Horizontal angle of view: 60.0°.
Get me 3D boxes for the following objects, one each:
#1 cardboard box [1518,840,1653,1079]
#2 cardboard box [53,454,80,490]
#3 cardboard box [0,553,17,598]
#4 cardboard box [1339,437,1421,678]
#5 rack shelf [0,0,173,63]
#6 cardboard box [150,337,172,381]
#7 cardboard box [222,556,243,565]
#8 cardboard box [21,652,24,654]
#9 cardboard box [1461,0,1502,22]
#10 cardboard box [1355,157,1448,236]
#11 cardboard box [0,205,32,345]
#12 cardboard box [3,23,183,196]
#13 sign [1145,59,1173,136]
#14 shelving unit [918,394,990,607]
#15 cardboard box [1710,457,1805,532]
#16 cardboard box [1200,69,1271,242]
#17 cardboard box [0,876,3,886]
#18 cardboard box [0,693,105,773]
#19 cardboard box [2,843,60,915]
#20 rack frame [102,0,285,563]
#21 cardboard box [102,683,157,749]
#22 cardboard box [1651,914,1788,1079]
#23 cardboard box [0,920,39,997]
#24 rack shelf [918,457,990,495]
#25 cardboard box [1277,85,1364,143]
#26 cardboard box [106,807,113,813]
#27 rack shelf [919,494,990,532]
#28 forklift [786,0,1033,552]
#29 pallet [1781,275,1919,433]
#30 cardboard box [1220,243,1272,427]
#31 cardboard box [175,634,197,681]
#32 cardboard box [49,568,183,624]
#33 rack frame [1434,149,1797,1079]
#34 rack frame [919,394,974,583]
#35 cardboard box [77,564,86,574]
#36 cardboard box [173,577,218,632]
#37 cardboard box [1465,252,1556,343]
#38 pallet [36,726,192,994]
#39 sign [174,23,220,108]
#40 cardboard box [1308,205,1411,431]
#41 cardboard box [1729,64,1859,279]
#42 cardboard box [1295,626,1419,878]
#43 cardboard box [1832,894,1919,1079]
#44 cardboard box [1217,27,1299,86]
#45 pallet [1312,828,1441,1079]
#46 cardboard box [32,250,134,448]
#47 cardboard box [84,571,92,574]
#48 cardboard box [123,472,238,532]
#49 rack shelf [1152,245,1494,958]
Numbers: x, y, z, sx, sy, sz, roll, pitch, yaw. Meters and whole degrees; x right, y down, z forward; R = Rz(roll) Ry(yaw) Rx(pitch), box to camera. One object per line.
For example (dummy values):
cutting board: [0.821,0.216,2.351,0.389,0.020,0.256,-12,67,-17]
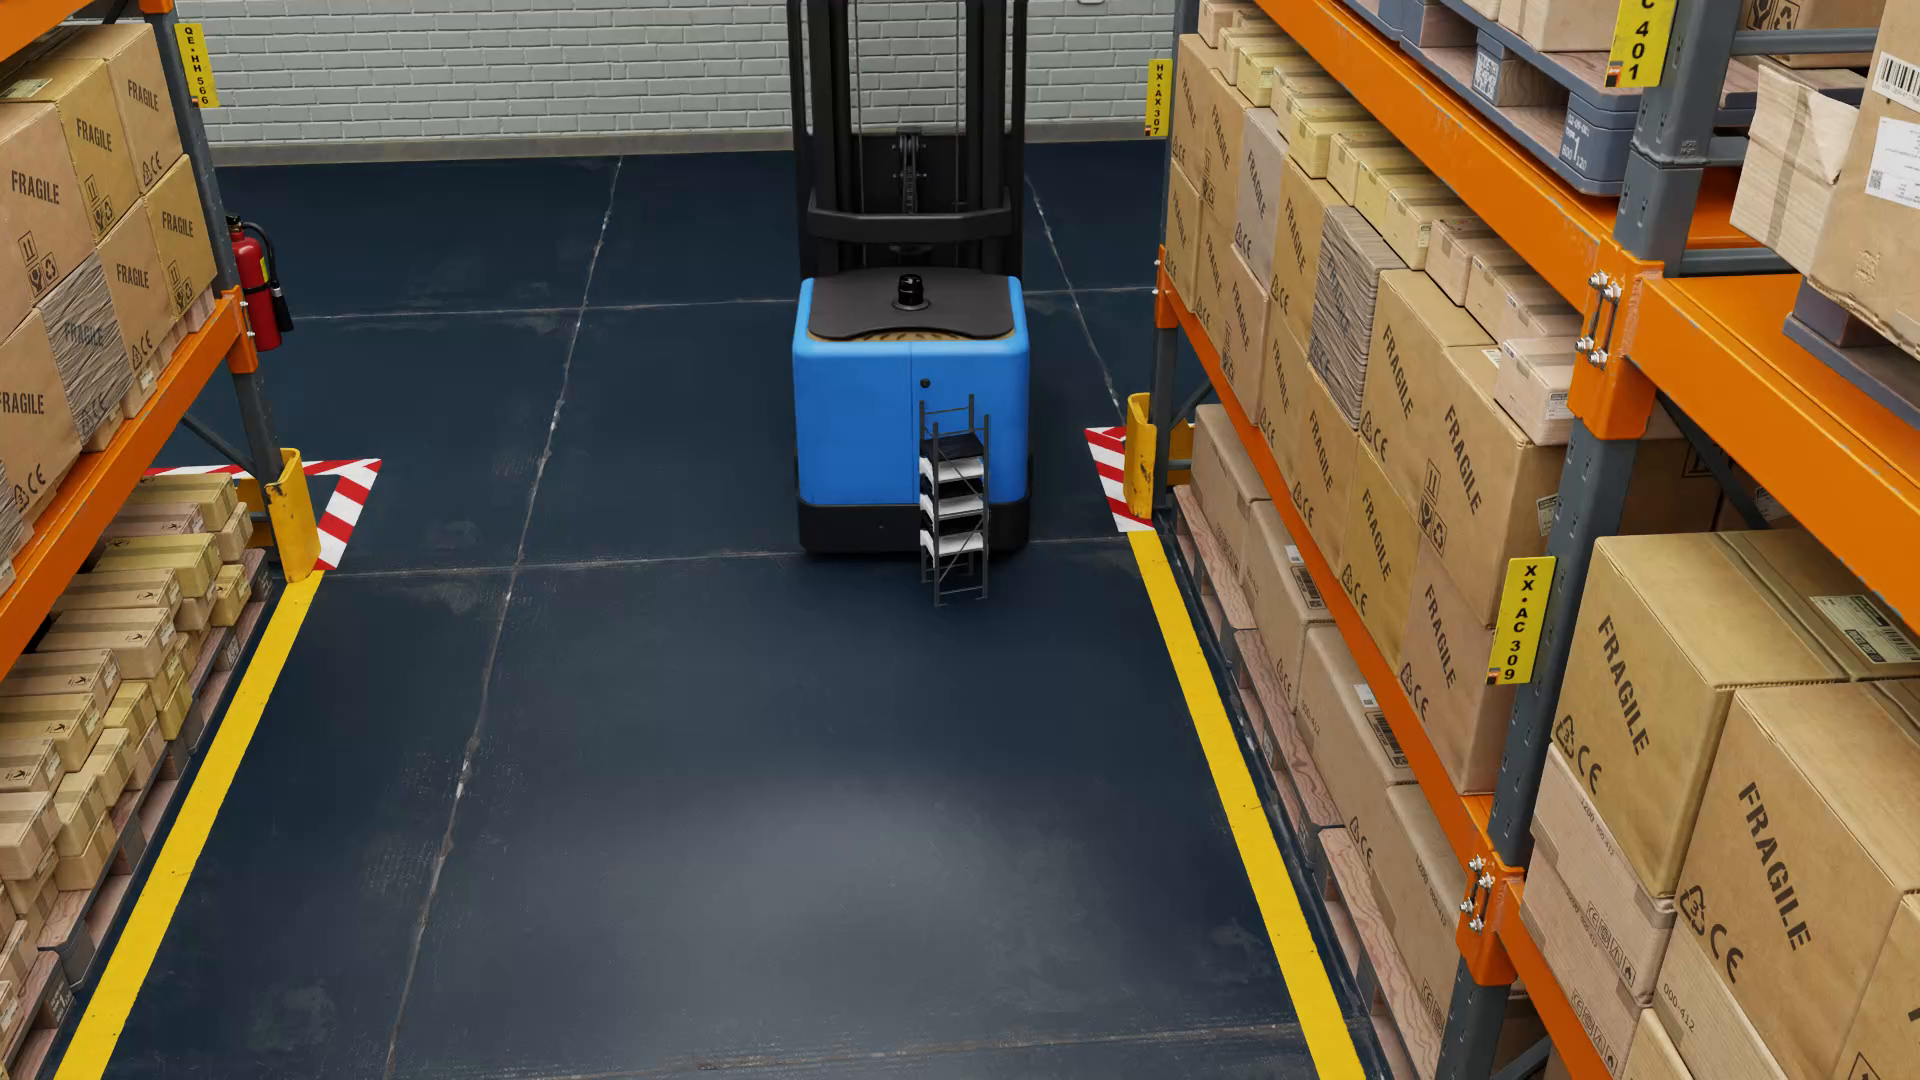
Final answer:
cardboard box: [1.545,0.858,3.535,0.500,0.250,0.500,-3,31,-6]
cardboard box: [-3.182,-0.275,5.529,0.380,0.149,0.250,-4,31,-7]
cardboard box: [-3.025,0.123,4.865,0.380,0.149,0.250,-1,31,-2]
cardboard box: [1.415,0.026,4.683,0.500,0.500,0.500,-3,31,-6]
rack shelf: [-3.339,-1.155,4.535,1.077,0.370,4.000,-3,31,-5]
cardboard box: [-3.190,-0.680,6.209,0.380,0.149,0.250,-3,31,-5]
cardboard box: [-3.269,0.105,7.019,0.380,0.149,0.250,-2,31,-4]
cardboard box: [-3.617,0.529,6.020,0.380,0.149,0.250,-4,31,-7]
cardboard box: [1.363,-1.293,3.802,0.380,0.149,0.250,-2,31,-3]
cardboard box: [1.364,-0.992,4.781,0.380,0.149,0.250,-3,31,-6]
cardboard box: [-3.078,-0.782,4.771,0.500,0.500,0.500,-4,31,-6]
cardboard box: [-3.236,-1.575,6.100,0.500,0.500,0.500,-3,31,-6]
sign: [0.840,-1.868,7.031,0.100,0.325,0.005,-3,31,-5]
shelving unit: [-0.026,-0.164,7.146,0.258,0.900,0.210,-9,32,-15]
cardboard box: [1.963,-0.171,4.038,0.500,0.500,0.500,-3,31,-4]
cardboard box: [1.209,-1.436,6.156,0.500,0.500,0.500,-4,31,-6]
cardboard box: [-3.065,1.045,4.866,0.380,0.149,0.250,-4,31,-6]
cardboard box: [-3.099,0.648,5.530,0.380,0.149,0.250,-3,31,-4]
cardboard box: [-3.064,1.033,5.175,0.380,0.149,0.250,-1,31,-2]
rack frame: [-3.526,-1.197,6.829,1.000,3.000,0.127,-3,31,-5]
cardboard box: [-3.076,0.635,5.842,0.380,0.149,0.250,-1,31,-2]
cardboard box: [1.603,0.909,2.962,0.500,0.250,0.500,-2,31,-4]
cardboard box: [-3.040,1.300,5.019,0.380,0.149,0.250,-3,31,-6]
rack shelf: [-0.026,-0.289,7.071,0.258,0.077,0.200,-9,32,-15]
cardboard box: [1.257,-1.379,5.429,0.380,0.149,0.250,-2,31,-4]
cardboard box: [-3.129,0.896,5.695,0.380,0.149,0.250,-2,31,-3]
rack shelf: [-0.026,-0.135,7.163,0.258,0.077,0.200,-9,32,-15]
forklift: [-0.246,-1.922,8.110,1.130,2.935,3.031,-1,31,-1]
pallet: [1.901,-0.184,2.394,0.805,0.209,1.217,-4,31,-7]
cardboard box: [1.256,-0.753,5.987,0.500,0.500,0.500,-3,31,-5]
cardboard box: [-3.170,0.496,6.365,0.380,0.149,0.250,-2,31,-4]
cardboard box: [-3.146,0.242,6.211,0.380,0.149,0.250,-4,31,-7]
rack frame: [1.766,0.556,3.894,1.000,3.000,0.127,-3,31,-5]
rack frame: [-0.056,-0.213,7.230,0.240,0.900,0.006,-9,32,-15]
cardboard box: [-3.763,0.141,6.669,0.380,0.149,0.250,-3,31,-5]
cardboard box: [-3.142,0.240,6.504,0.380,0.149,0.250,-4,31,-7]
cardboard box: [1.491,-0.604,4.131,0.380,0.149,0.250,-3,31,-5]
pallet: [-3.368,1.077,5.742,1.003,0.211,1.213,-3,31,-5]
sign: [-2.972,-1.846,6.479,0.100,0.325,0.005,-3,31,-5]
cardboard box: [1.351,-0.662,4.861,0.500,0.500,0.500,-2,31,-4]
cardboard box: [1.465,-0.582,2.595,0.396,0.266,0.258,-3,31,-5]
cardboard box: [1.730,0.693,5.753,0.875,0.438,0.875,-4,31,-6]
cardboard box: [1.641,0.837,2.351,0.500,0.500,0.500,-3,31,-6]
cardboard box: [1.156,-1.774,6.089,0.380,0.149,0.250,-2,31,-3]
pallet: [1.773,1.361,5.265,1.003,0.211,1.213,-3,31,-5]
cardboard box: [-3.128,-0.629,5.491,0.500,0.500,0.500,-3,31,-4]
cardboard box: [-3.690,0.259,6.762,0.380,0.149,0.250,-3,31,-5]
cardboard box: [-3.224,-0.151,6.868,0.380,0.149,0.250,-2,31,-4]
rack shelf: [1.580,-0.156,5.788,1.077,0.370,4.000,-3,31,-5]
